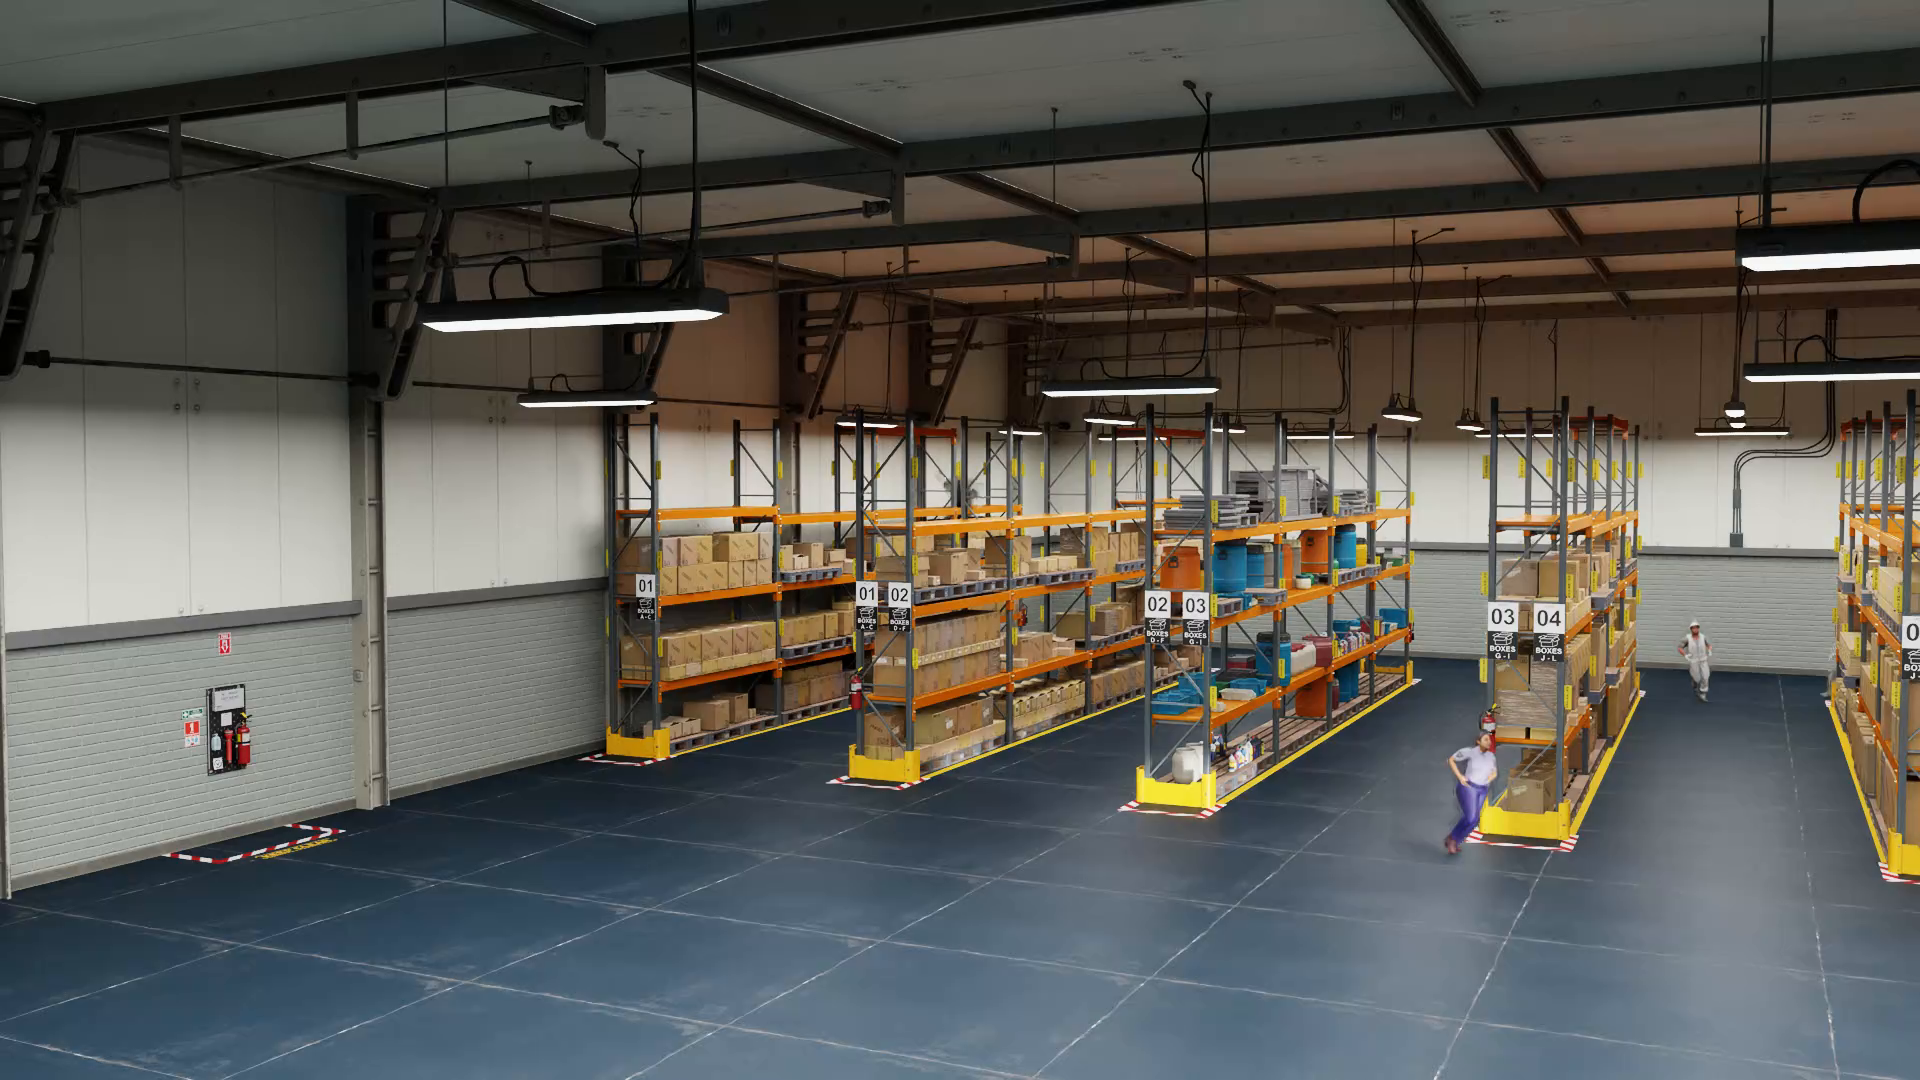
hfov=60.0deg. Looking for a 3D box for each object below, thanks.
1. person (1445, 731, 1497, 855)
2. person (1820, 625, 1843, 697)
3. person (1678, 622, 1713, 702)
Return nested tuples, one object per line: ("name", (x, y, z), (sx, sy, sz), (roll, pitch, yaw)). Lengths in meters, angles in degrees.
("person", (6.684, 3.297, 21.691), (0.685, 1.604, 0.582), (-1, 3, -23))
("person", (19.309, 2.666, 36.317), (0.906, 1.613, 0.670), (1, 3, 25))
("person", (15.910, 2.633, 35.959), (0.653, 1.724, 0.643), (0, 2, 9))
